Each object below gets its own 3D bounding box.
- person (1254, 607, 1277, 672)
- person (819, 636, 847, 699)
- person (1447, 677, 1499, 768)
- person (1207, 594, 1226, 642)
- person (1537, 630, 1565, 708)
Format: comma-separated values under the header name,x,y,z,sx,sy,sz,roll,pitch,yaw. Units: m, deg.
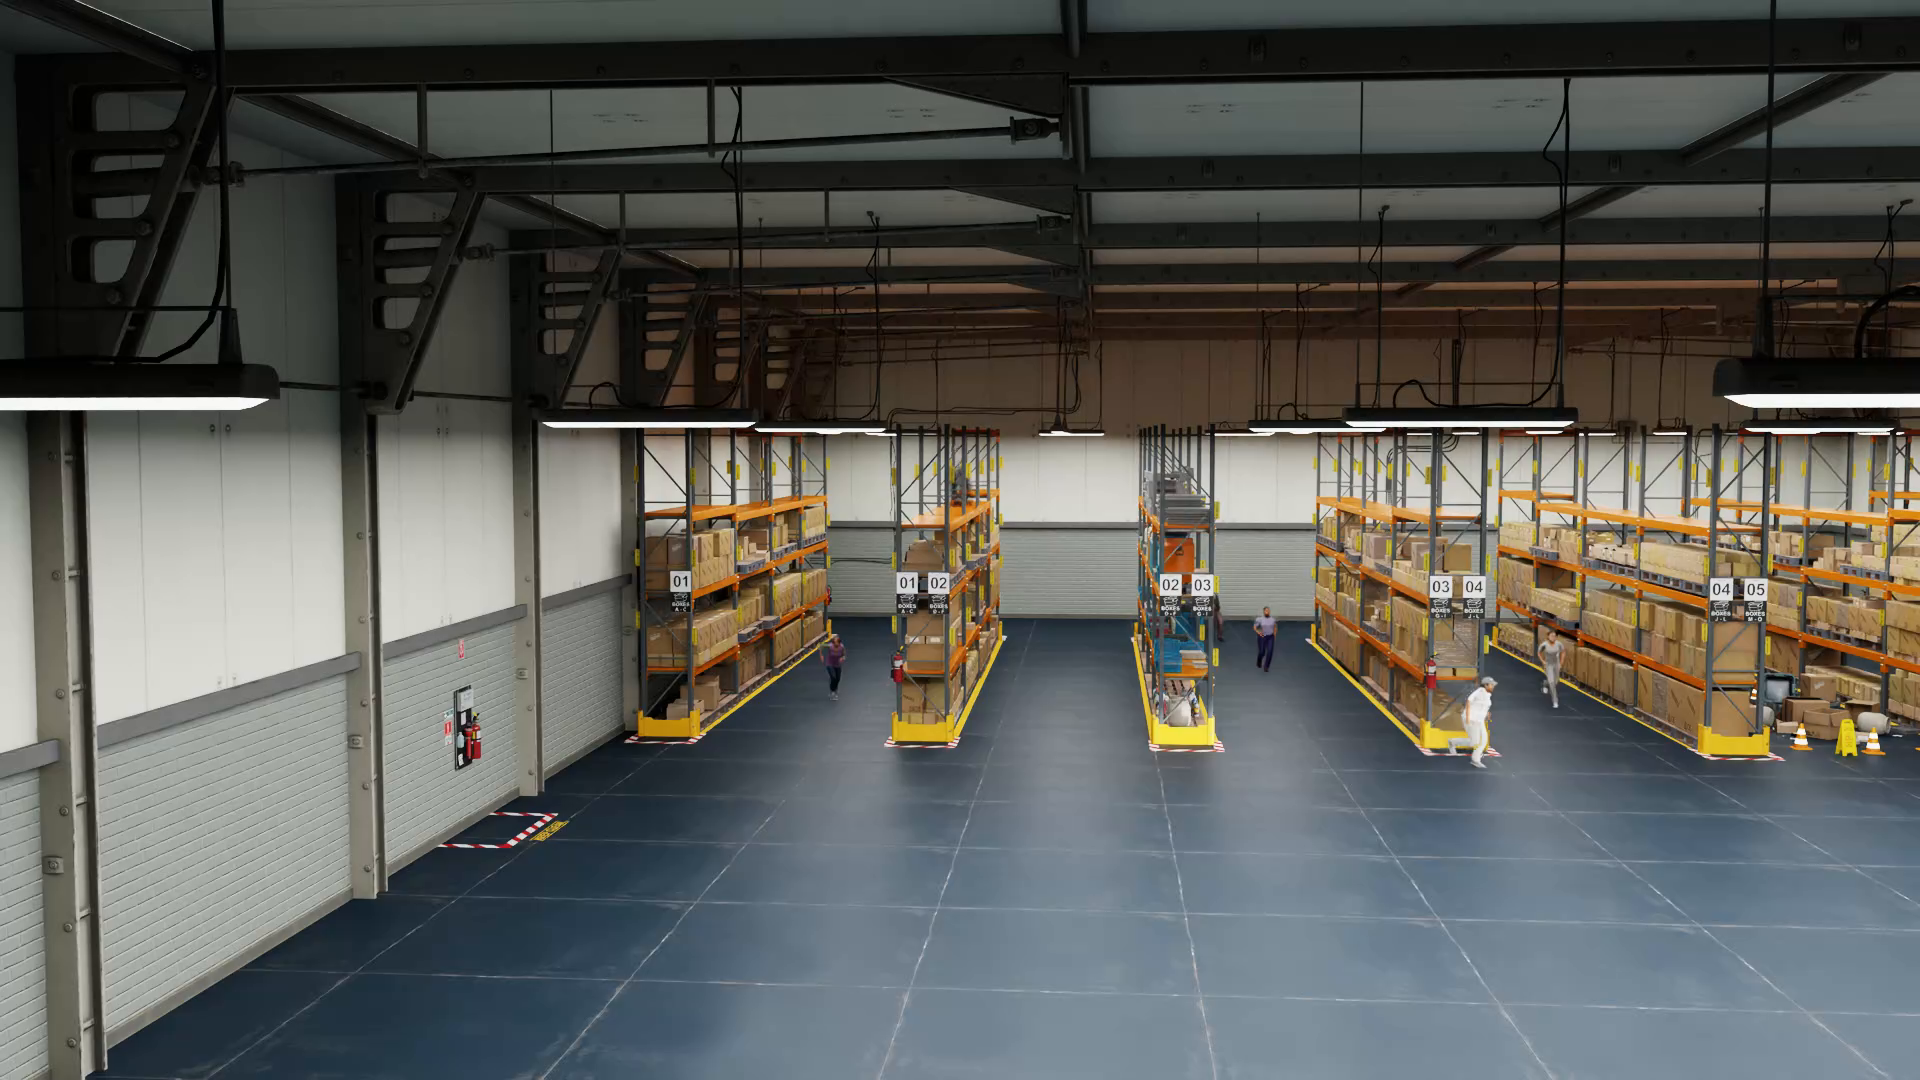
name,x,y,z,sx,sy,sz,roll,pitch,yaw
person,7.523,2.441,40.898,0.595,1.590,0.560,0,3,-4
person,-2.778,2.782,36.296,0.568,1.435,0.868,-1,4,-14
person,8.992,3.180,29.148,0.856,1.613,0.604,2,4,30
person,7.119,2.035,47.015,0.679,1.700,0.702,-2,4,-35
person,12.720,2.748,35.842,0.568,1.656,0.911,0,3,2
